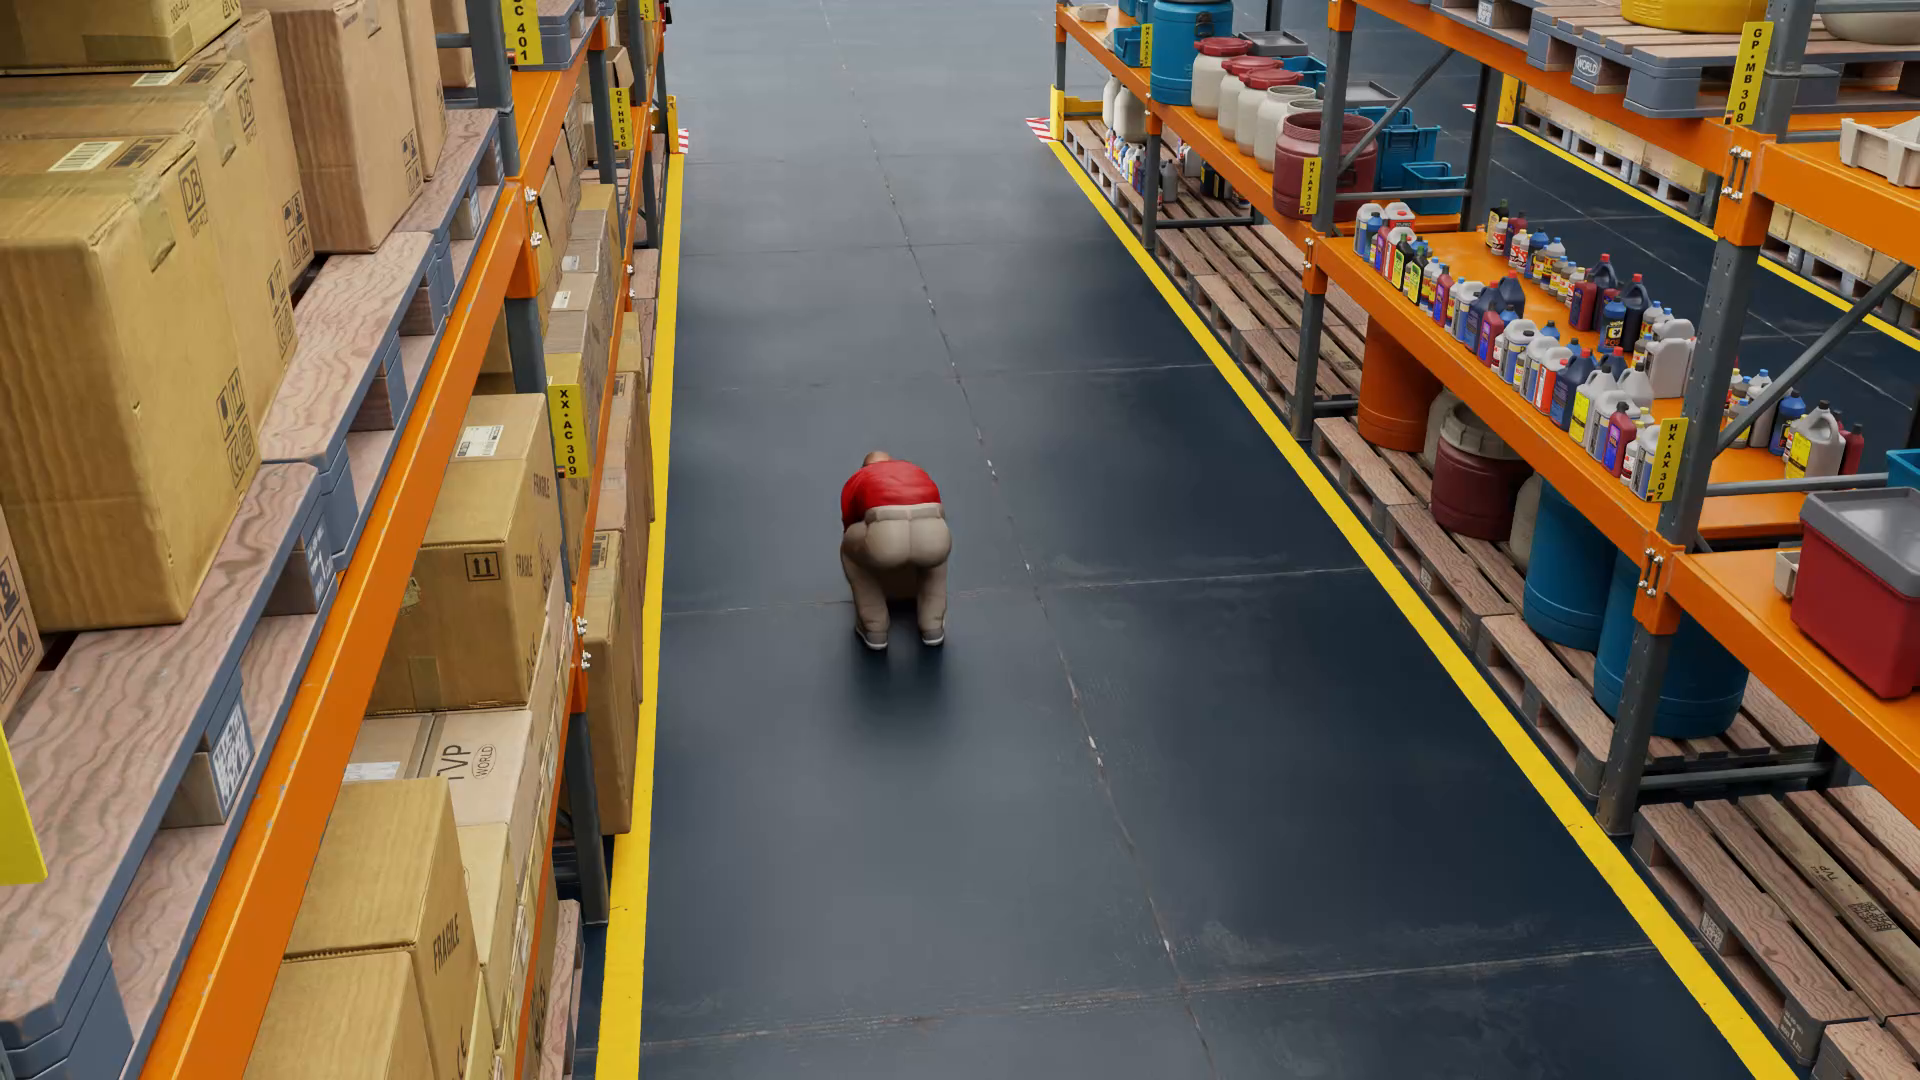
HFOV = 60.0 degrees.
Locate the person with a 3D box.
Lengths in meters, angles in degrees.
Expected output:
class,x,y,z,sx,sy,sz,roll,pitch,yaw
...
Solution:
class,x,y,z,sx,sy,sz,roll,pitch,yaw
person,-0.317,0.026,8.095,0.541,0.848,0.956,-5,27,-9
